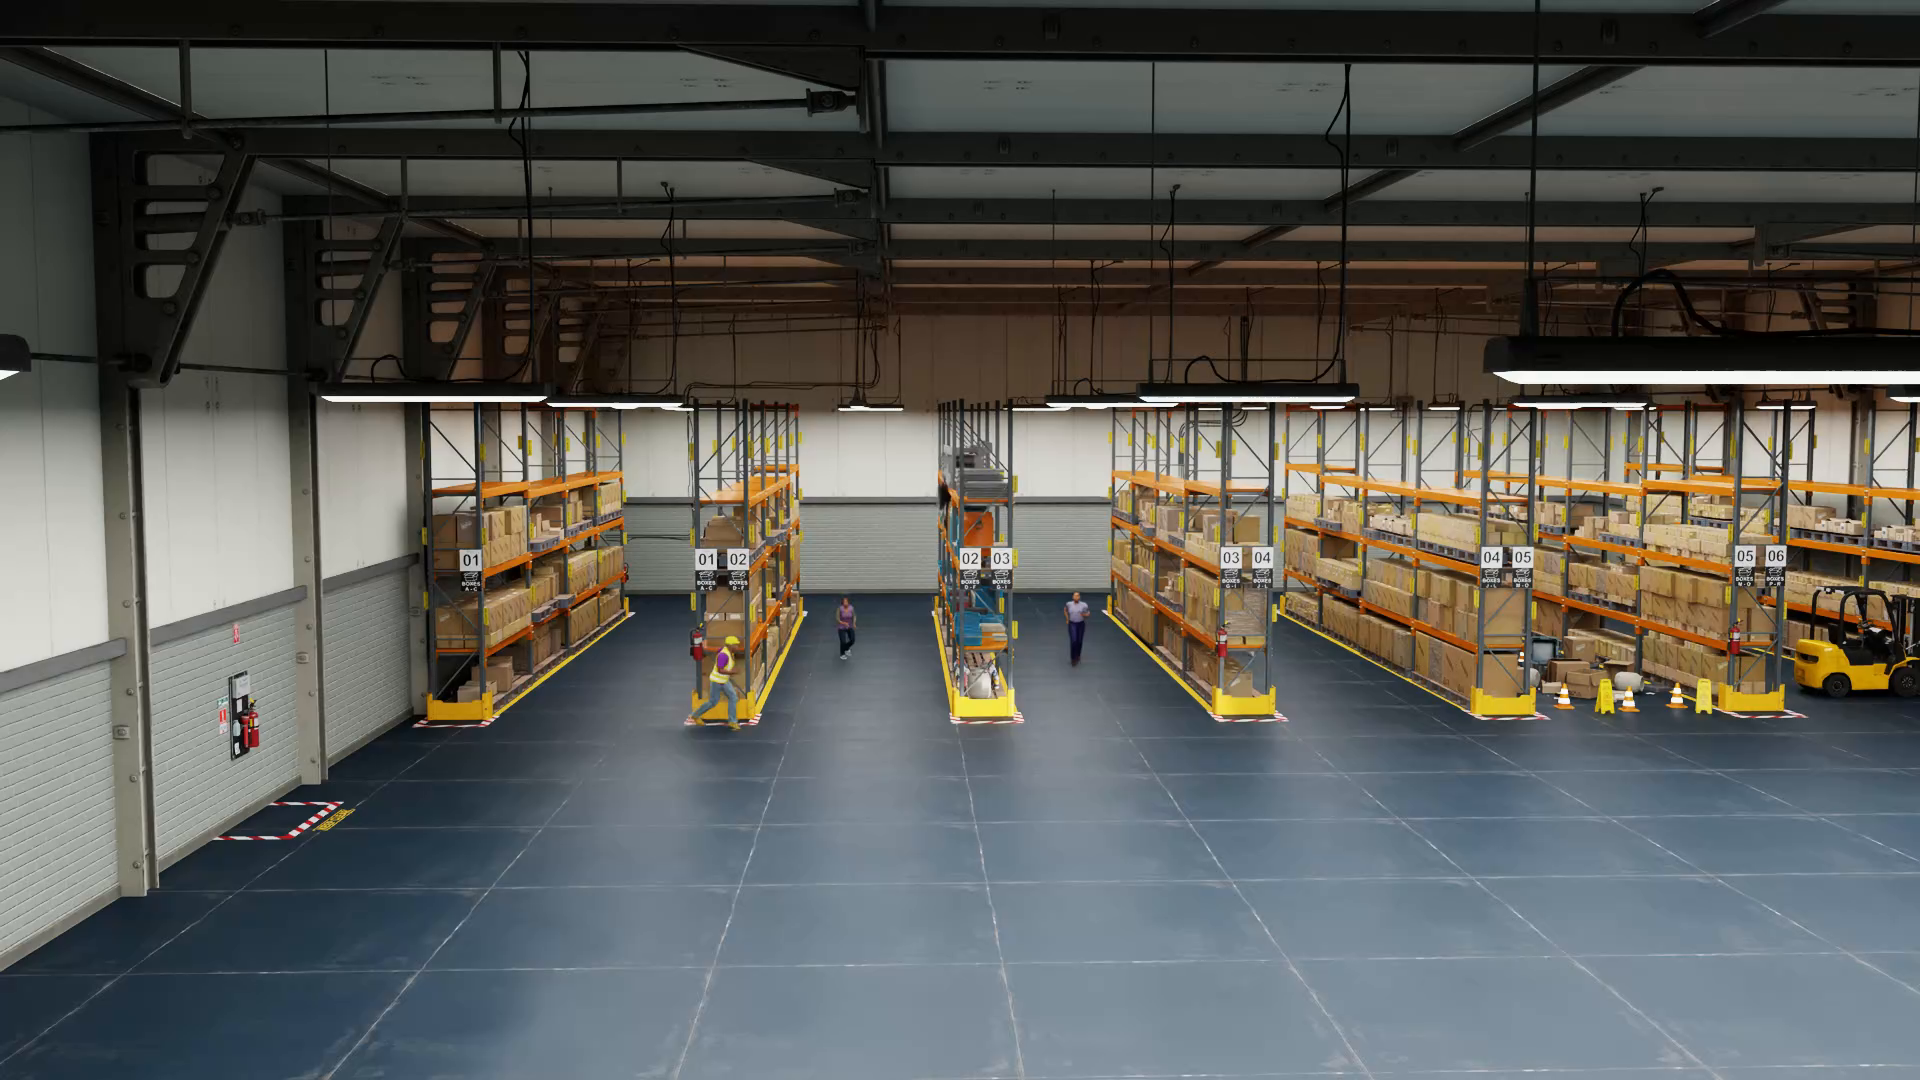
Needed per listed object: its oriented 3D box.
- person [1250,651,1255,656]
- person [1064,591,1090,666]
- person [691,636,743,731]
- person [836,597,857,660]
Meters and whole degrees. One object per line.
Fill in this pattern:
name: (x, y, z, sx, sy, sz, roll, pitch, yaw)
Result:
person: (6.907, 1.923, 39.771, 0.604, 1.625, 1.000, -1, 4, -14)
person: (2.678, 2.011, 38.040, 0.578, 1.687, 0.732, 0, 4, -2)
person: (-4.393, 2.606, 30.114, 1.006, 1.751, 0.730, 1, 4, 10)
person: (-2.643, 2.054, 38.584, 0.530, 1.493, 0.699, -2, 5, -20)
